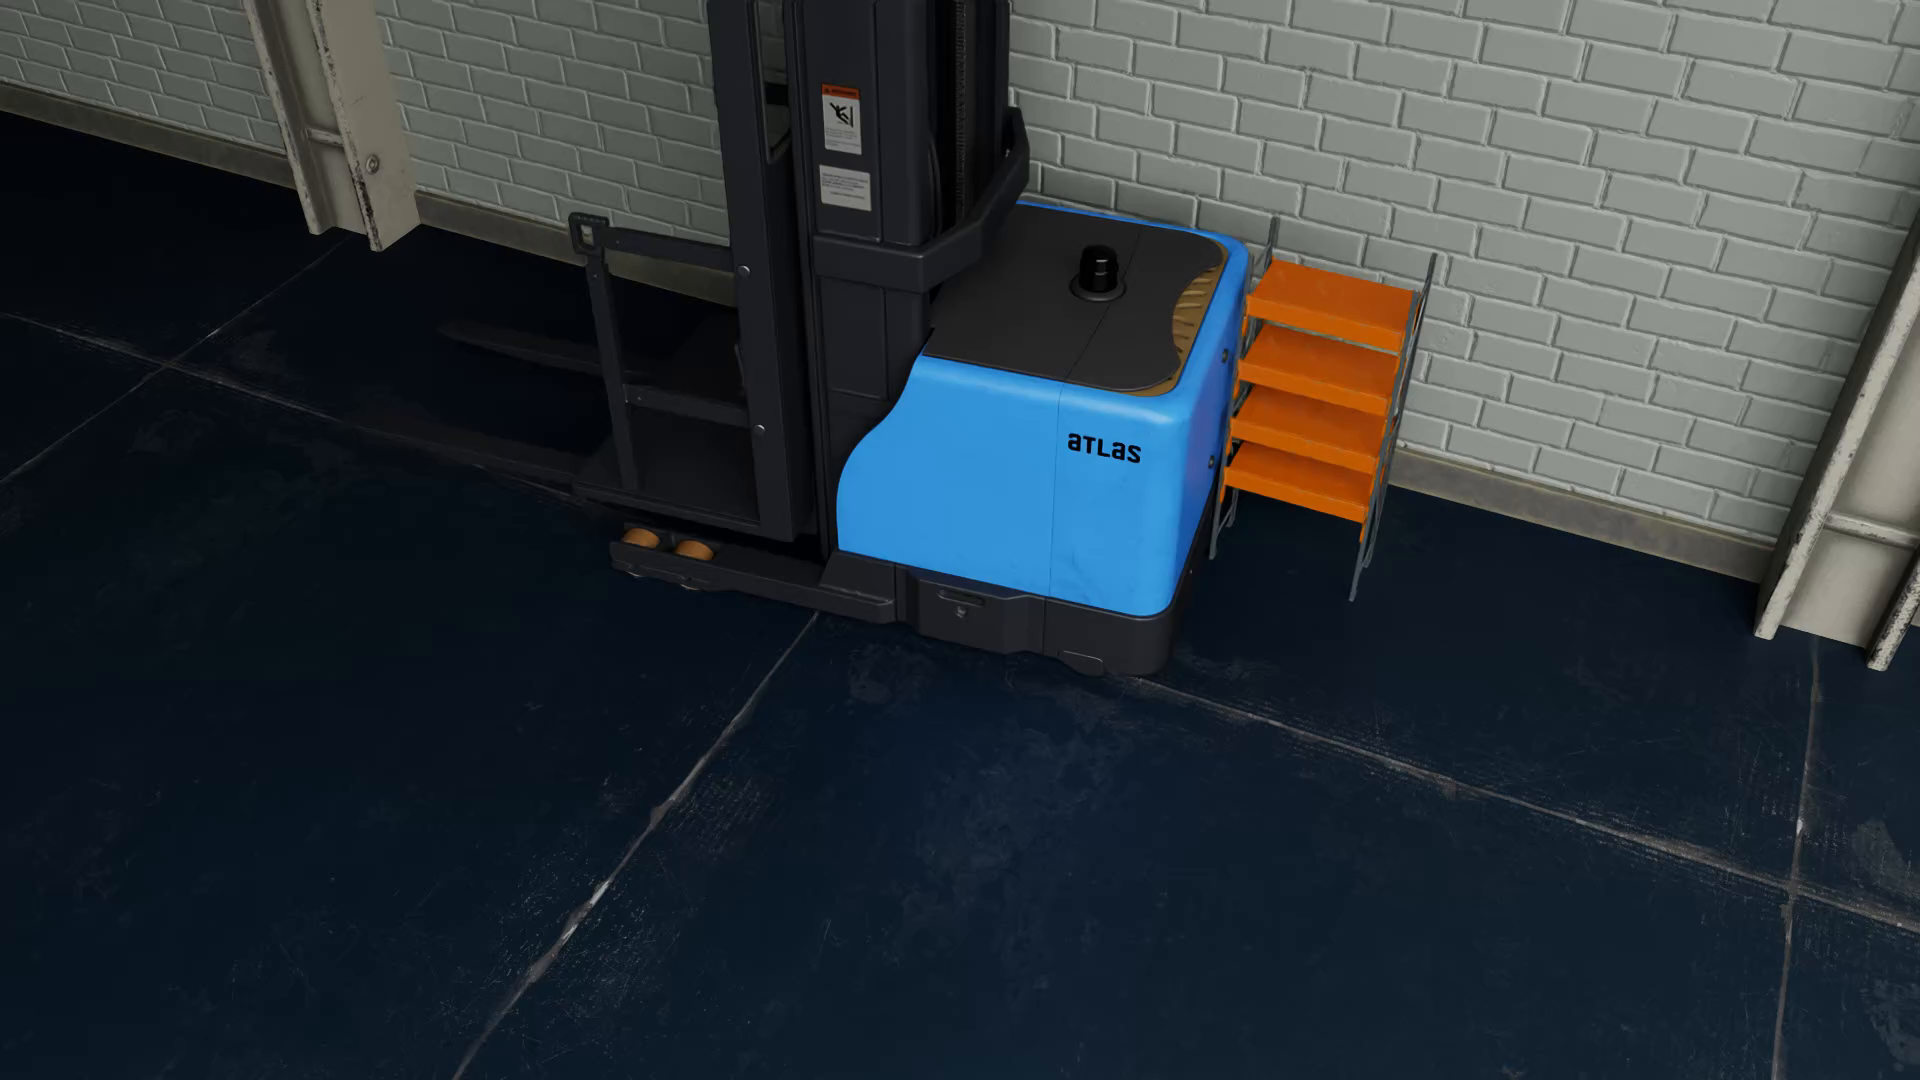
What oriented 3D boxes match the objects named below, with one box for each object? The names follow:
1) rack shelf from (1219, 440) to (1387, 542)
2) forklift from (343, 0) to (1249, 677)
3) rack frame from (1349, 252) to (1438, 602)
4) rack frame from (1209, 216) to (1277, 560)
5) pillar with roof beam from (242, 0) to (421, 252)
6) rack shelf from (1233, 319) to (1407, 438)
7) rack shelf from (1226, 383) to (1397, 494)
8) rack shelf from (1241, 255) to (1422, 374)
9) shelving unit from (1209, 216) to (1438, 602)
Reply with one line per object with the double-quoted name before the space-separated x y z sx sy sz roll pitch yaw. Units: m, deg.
"rack shelf" 1.127 -0.188 5.457 0.480 0.148 0.258 17 44 19
"forklift" -0.650 -1.255 4.960 3.031 2.935 1.130 12 42 14
"rack frame" 1.347 -0.320 5.204 0.015 1.200 0.240 17 44 19
"rack frame" 0.906 -0.457 5.361 0.015 1.200 0.240 17 44 19
"pillar with roof beam" -4.440 -2.235 1.458 0.400 9.000 9.100 17 44 19
"rack shelf" 1.127 -0.507 5.180 0.480 0.148 0.258 17 44 19
"rack shelf" 1.127 -0.338 5.326 0.480 0.148 0.258 17 44 19
"rack shelf" 1.127 -0.686 5.025 0.480 0.148 0.258 17 44 19
"shelving unit" 1.127 -0.389 5.282 0.503 1.200 0.258 17 44 19
